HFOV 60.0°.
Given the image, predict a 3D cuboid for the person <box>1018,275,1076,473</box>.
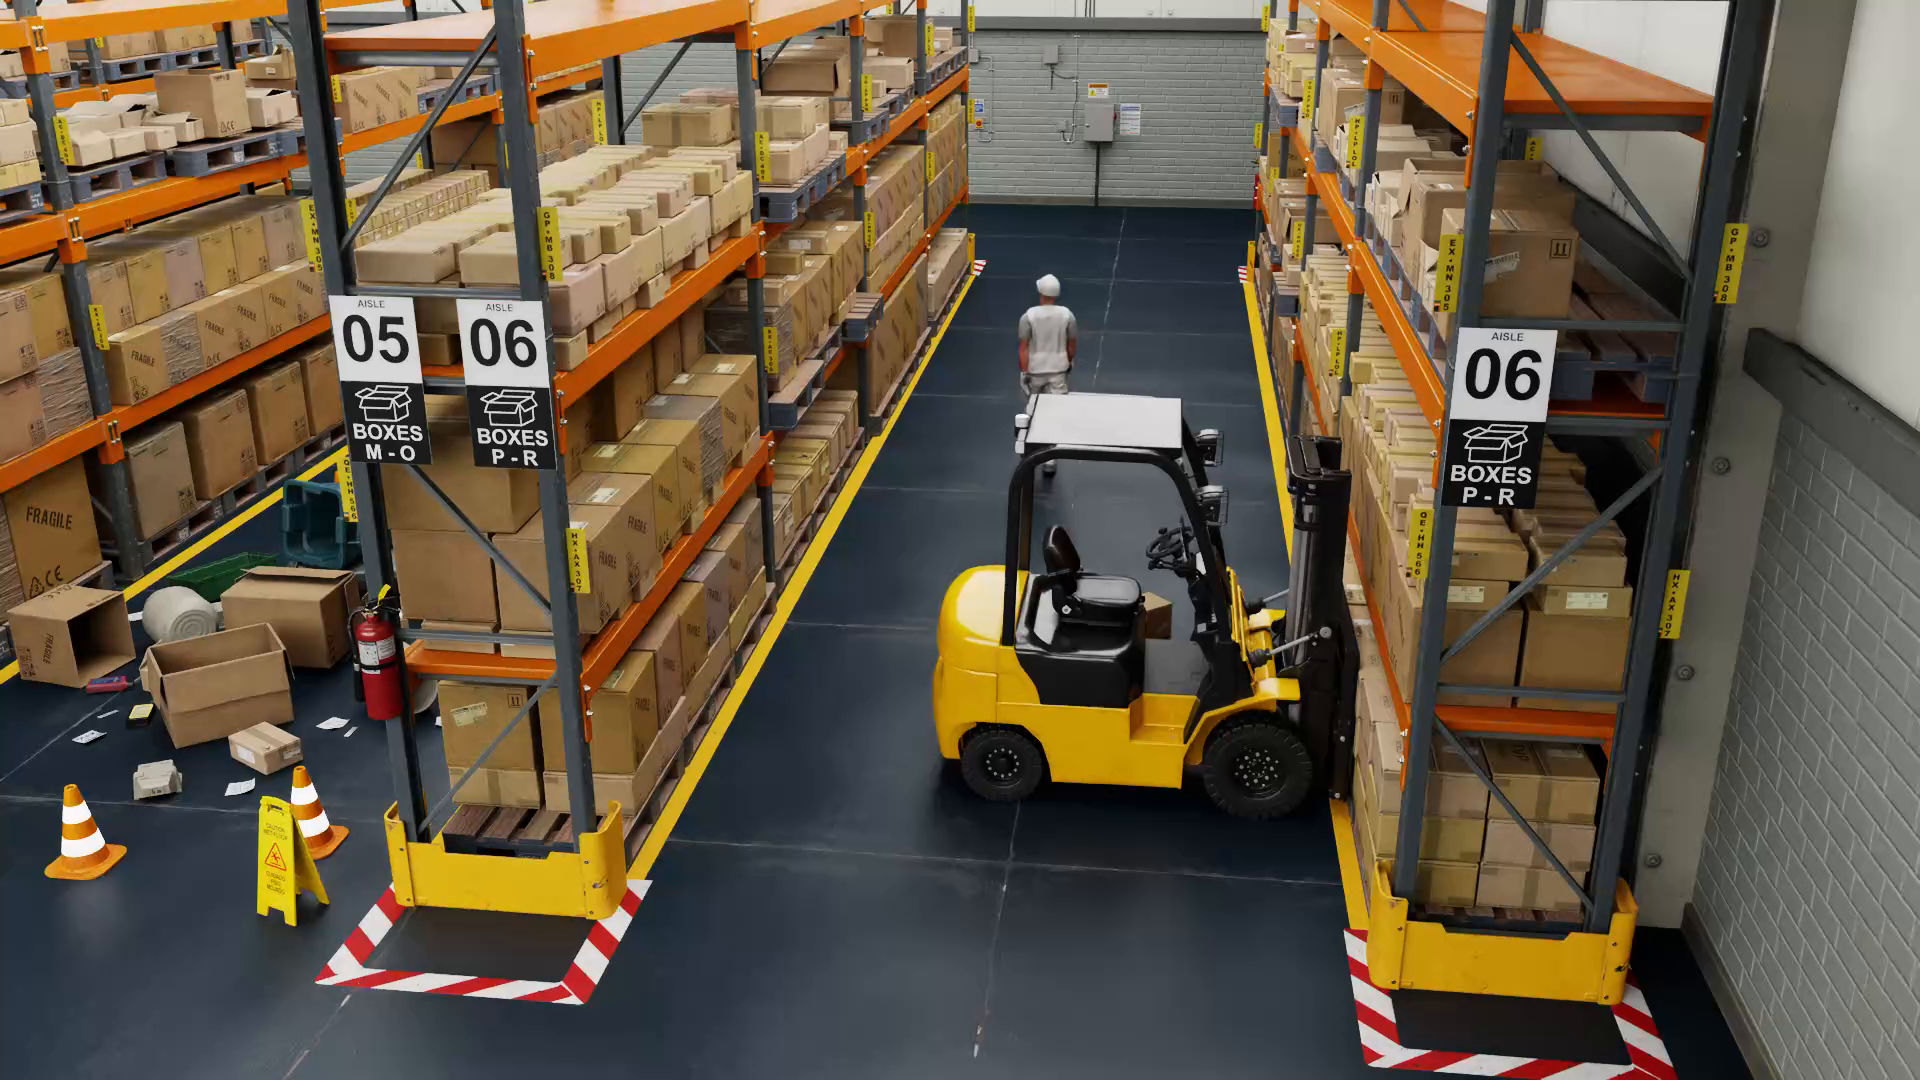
[{"bbox_3d":[0.784,-1.572,15.105,0.528,1.747,0.931,0,21,1],"label":"person"}]
